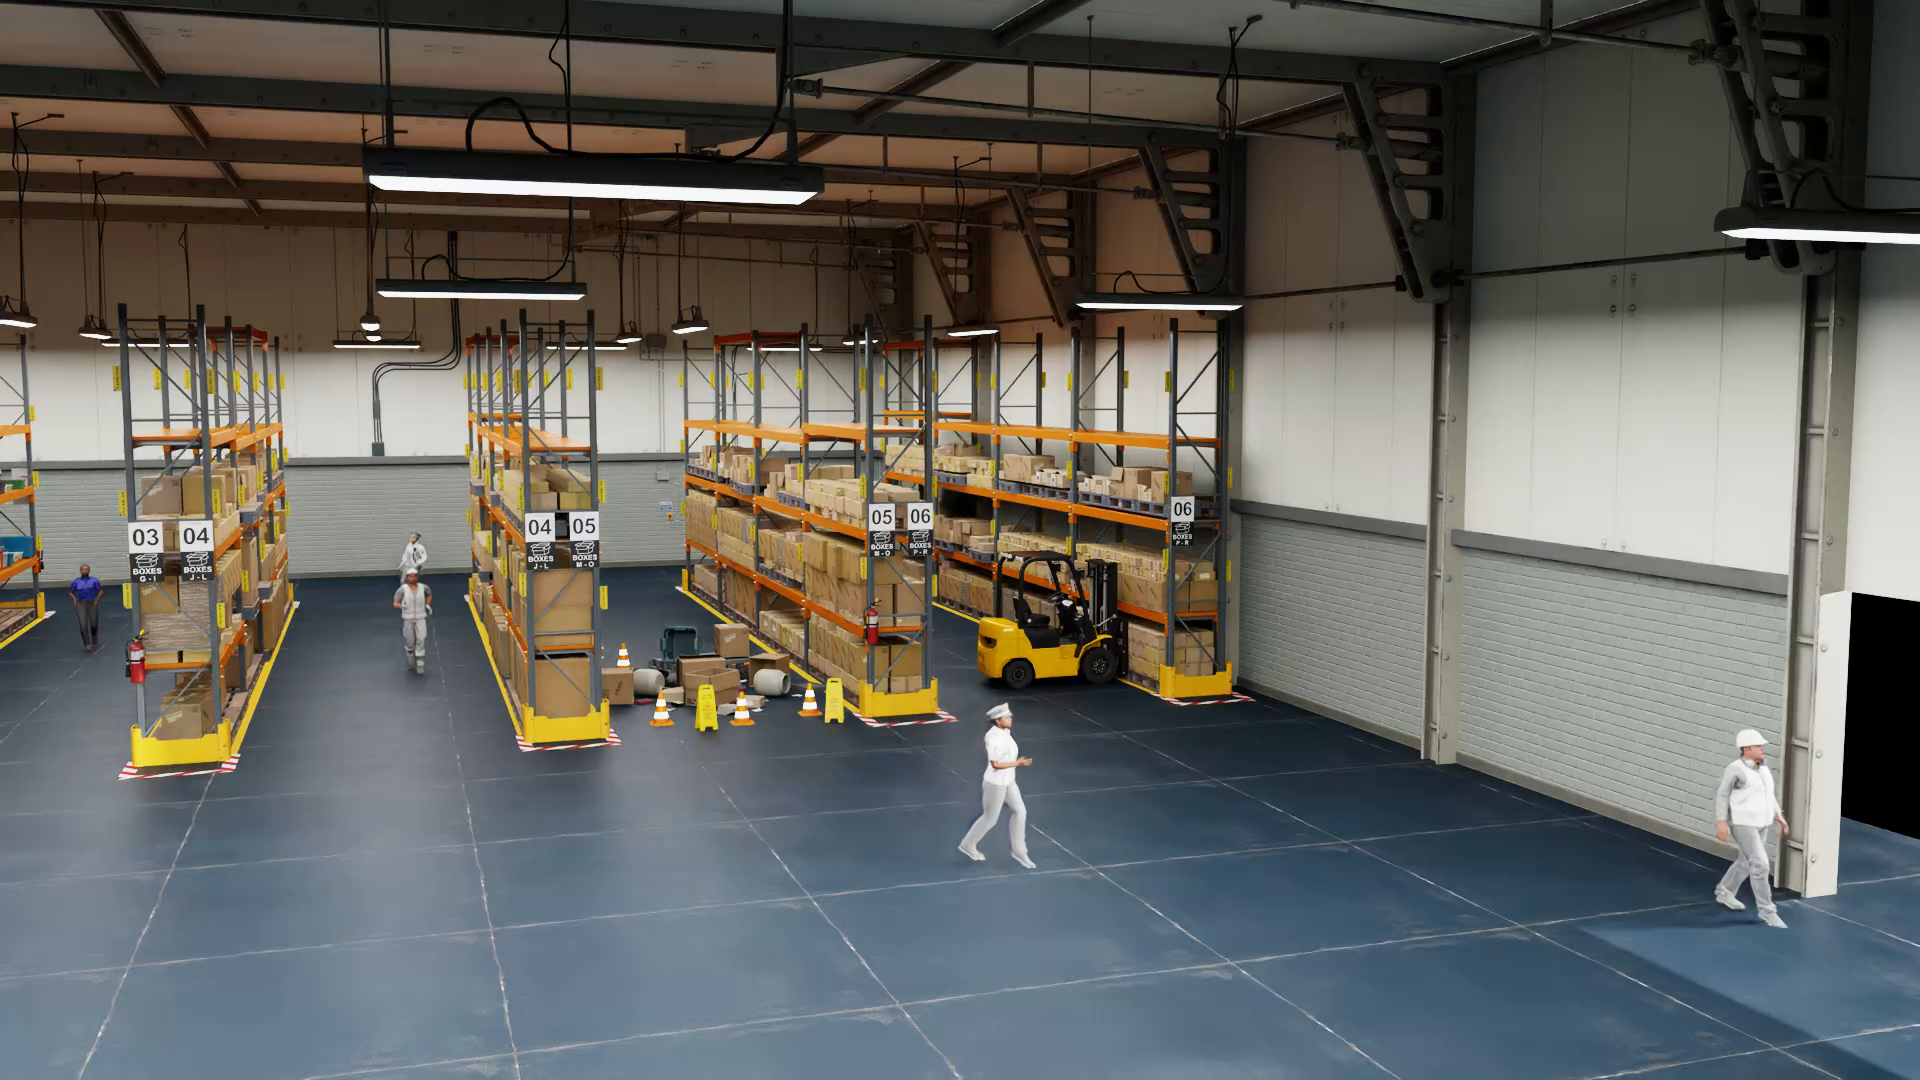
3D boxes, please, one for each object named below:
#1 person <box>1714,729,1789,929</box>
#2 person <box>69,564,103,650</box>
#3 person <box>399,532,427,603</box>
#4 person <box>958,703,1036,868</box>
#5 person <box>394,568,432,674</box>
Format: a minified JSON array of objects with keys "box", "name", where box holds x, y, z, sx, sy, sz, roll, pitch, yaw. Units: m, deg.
[{"box":[7.468,2.679,15.588,0.622,1.783,0.818,-3,6,-31],"name":"person"},{"box":[-16.353,1.252,31.126,0.573,1.604,0.583,-3,6,-26],"name":"person"},{"box":[-12.429,0.615,37.876,0.658,1.640,0.579,2,6,23],"name":"person"},{"box":[0.390,2.538,17.160,0.764,1.754,0.564,2,6,19],"name":"person"},{"box":[-9.413,1.371,28.667,0.620,1.782,0.987,-2,6,-24],"name":"person"}]
